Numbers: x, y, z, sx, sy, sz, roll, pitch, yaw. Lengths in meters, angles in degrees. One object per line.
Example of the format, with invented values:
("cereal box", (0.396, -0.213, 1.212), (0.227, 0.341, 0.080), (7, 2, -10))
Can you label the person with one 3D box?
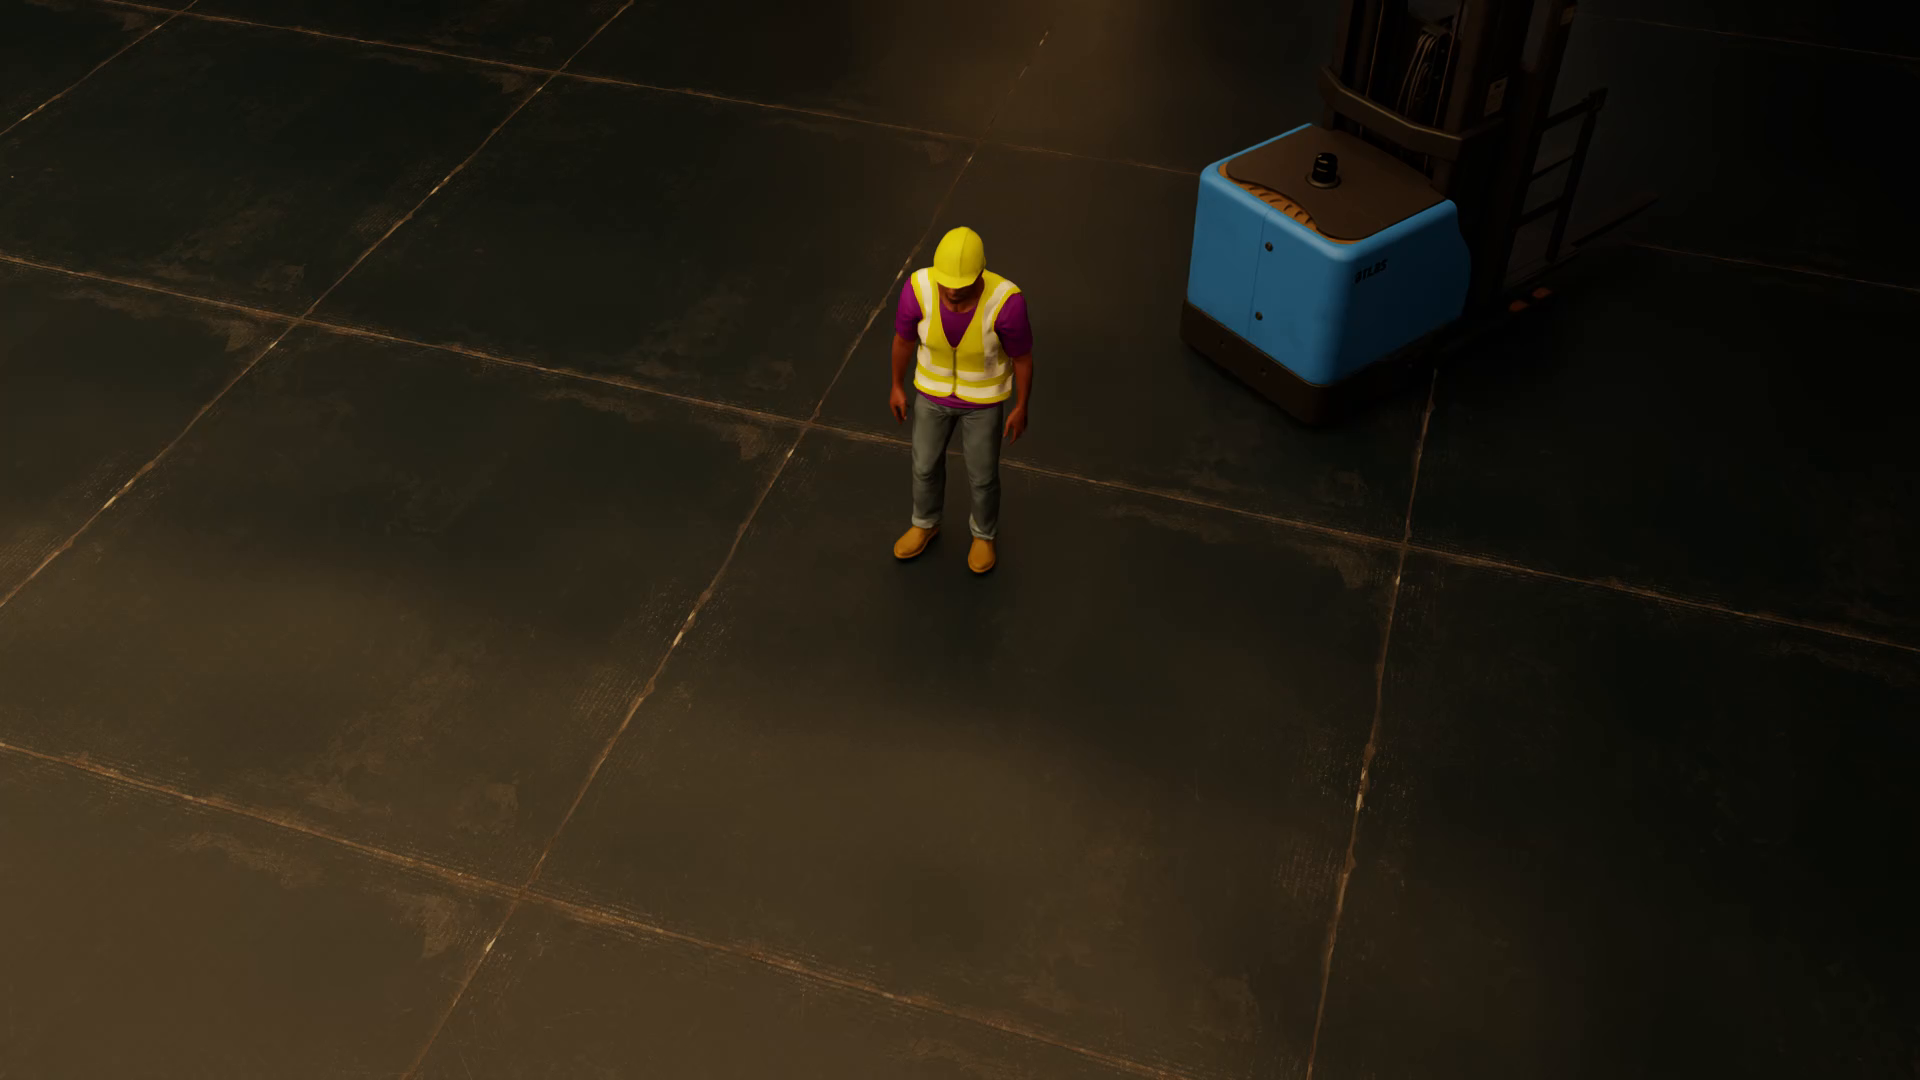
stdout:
("person", (-0.004, -0.615, 7.213), (0.626, 1.760, 0.460), (11, 44, 11))

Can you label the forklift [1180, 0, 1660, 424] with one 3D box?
("forklift", (2.663, -2.476, 8.351), (3.031, 2.935, 1.130), (-27, 49, -26))
